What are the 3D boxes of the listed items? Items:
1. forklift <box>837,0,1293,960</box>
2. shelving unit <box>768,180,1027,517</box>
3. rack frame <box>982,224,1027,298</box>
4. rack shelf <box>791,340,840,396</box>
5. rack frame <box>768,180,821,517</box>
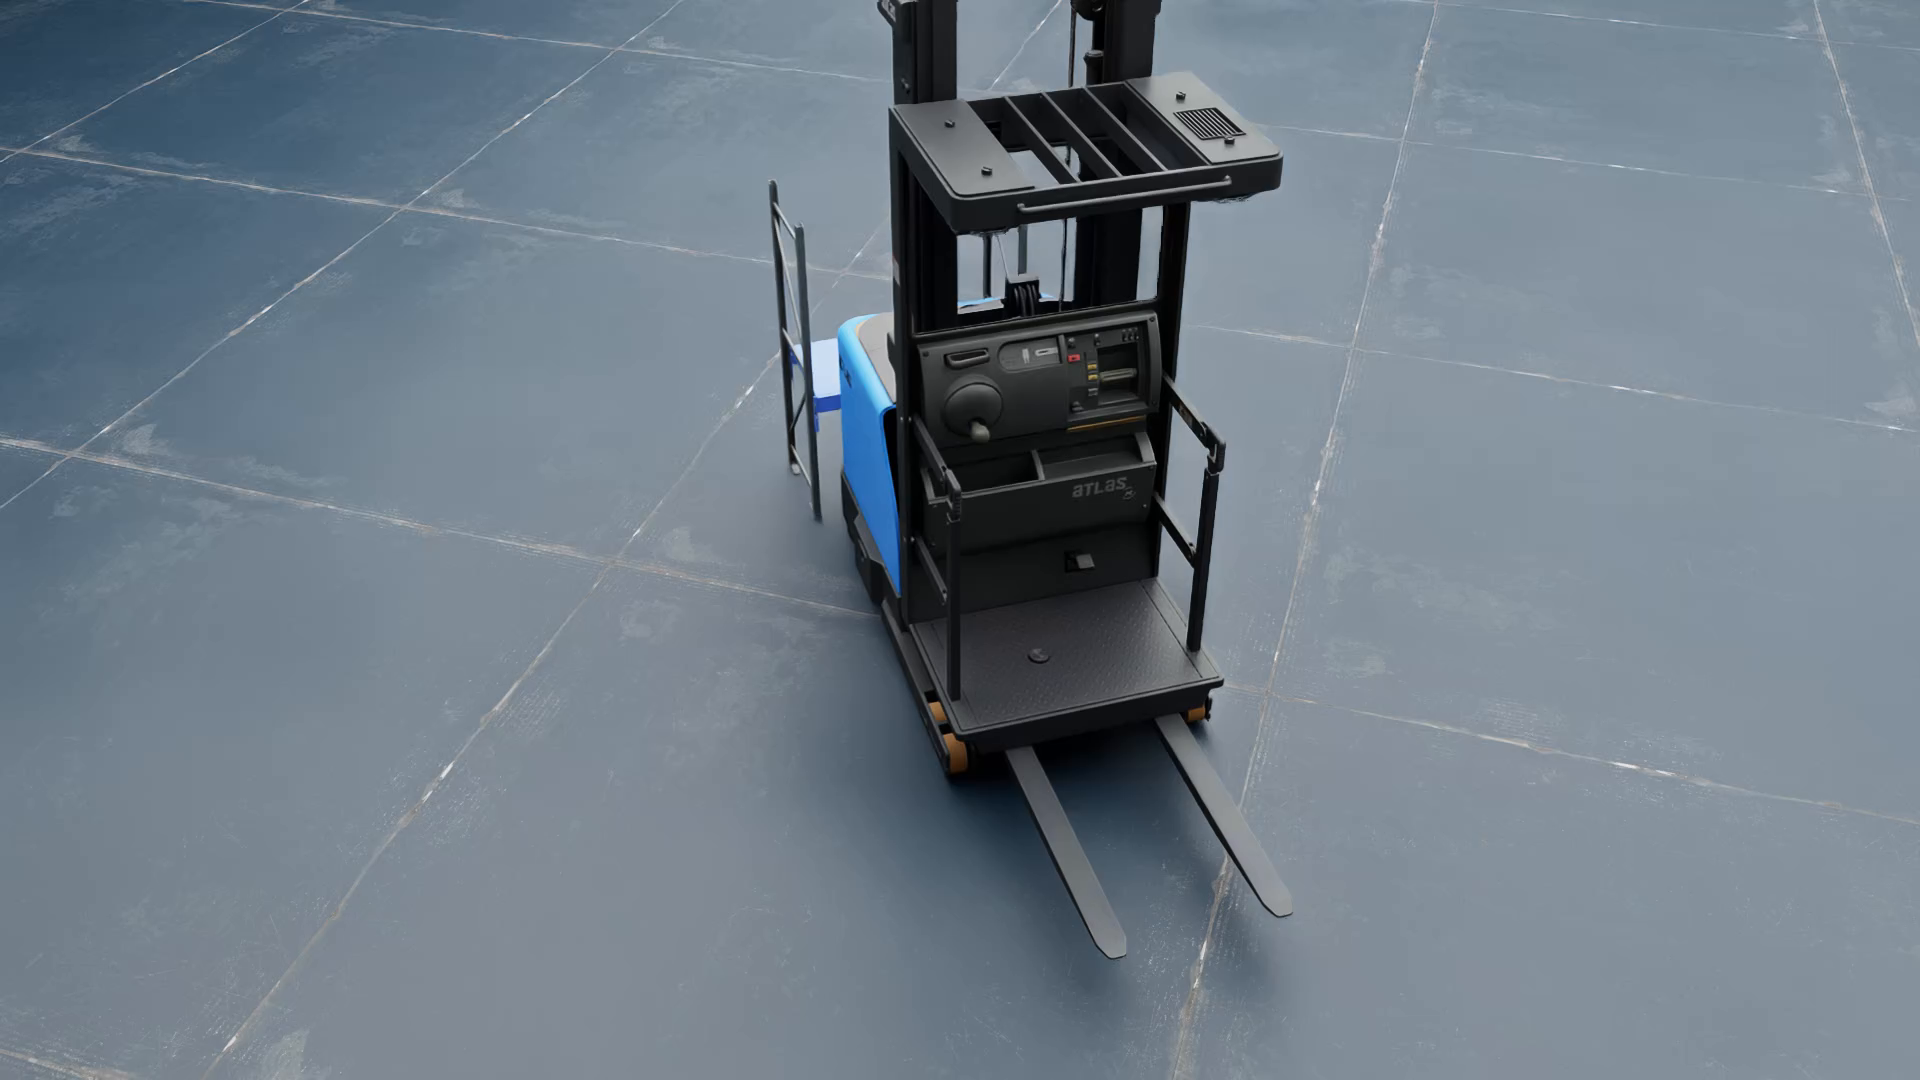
[{"bbox_3d":[0.370,-0.531,5.999,1.130,2.935,3.031,-10,38,-14],"label":"forklift"},{"bbox_3d":[-0.277,-0.956,7.783,1.048,1.500,0.500,-12,38,-15],"label":"shelving unit"},{"bbox_3d":[0.203,-1.055,7.919,0.032,1.500,0.500,-12,38,-15],"label":"rack frame"},{"bbox_3d":[-0.277,-0.850,7.861,0.952,0.062,0.459,-12,38,-15],"label":"rack shelf"},{"bbox_3d":[-0.757,-0.856,7.648,0.032,1.500,0.500,-12,38,-15],"label":"rack frame"}]
